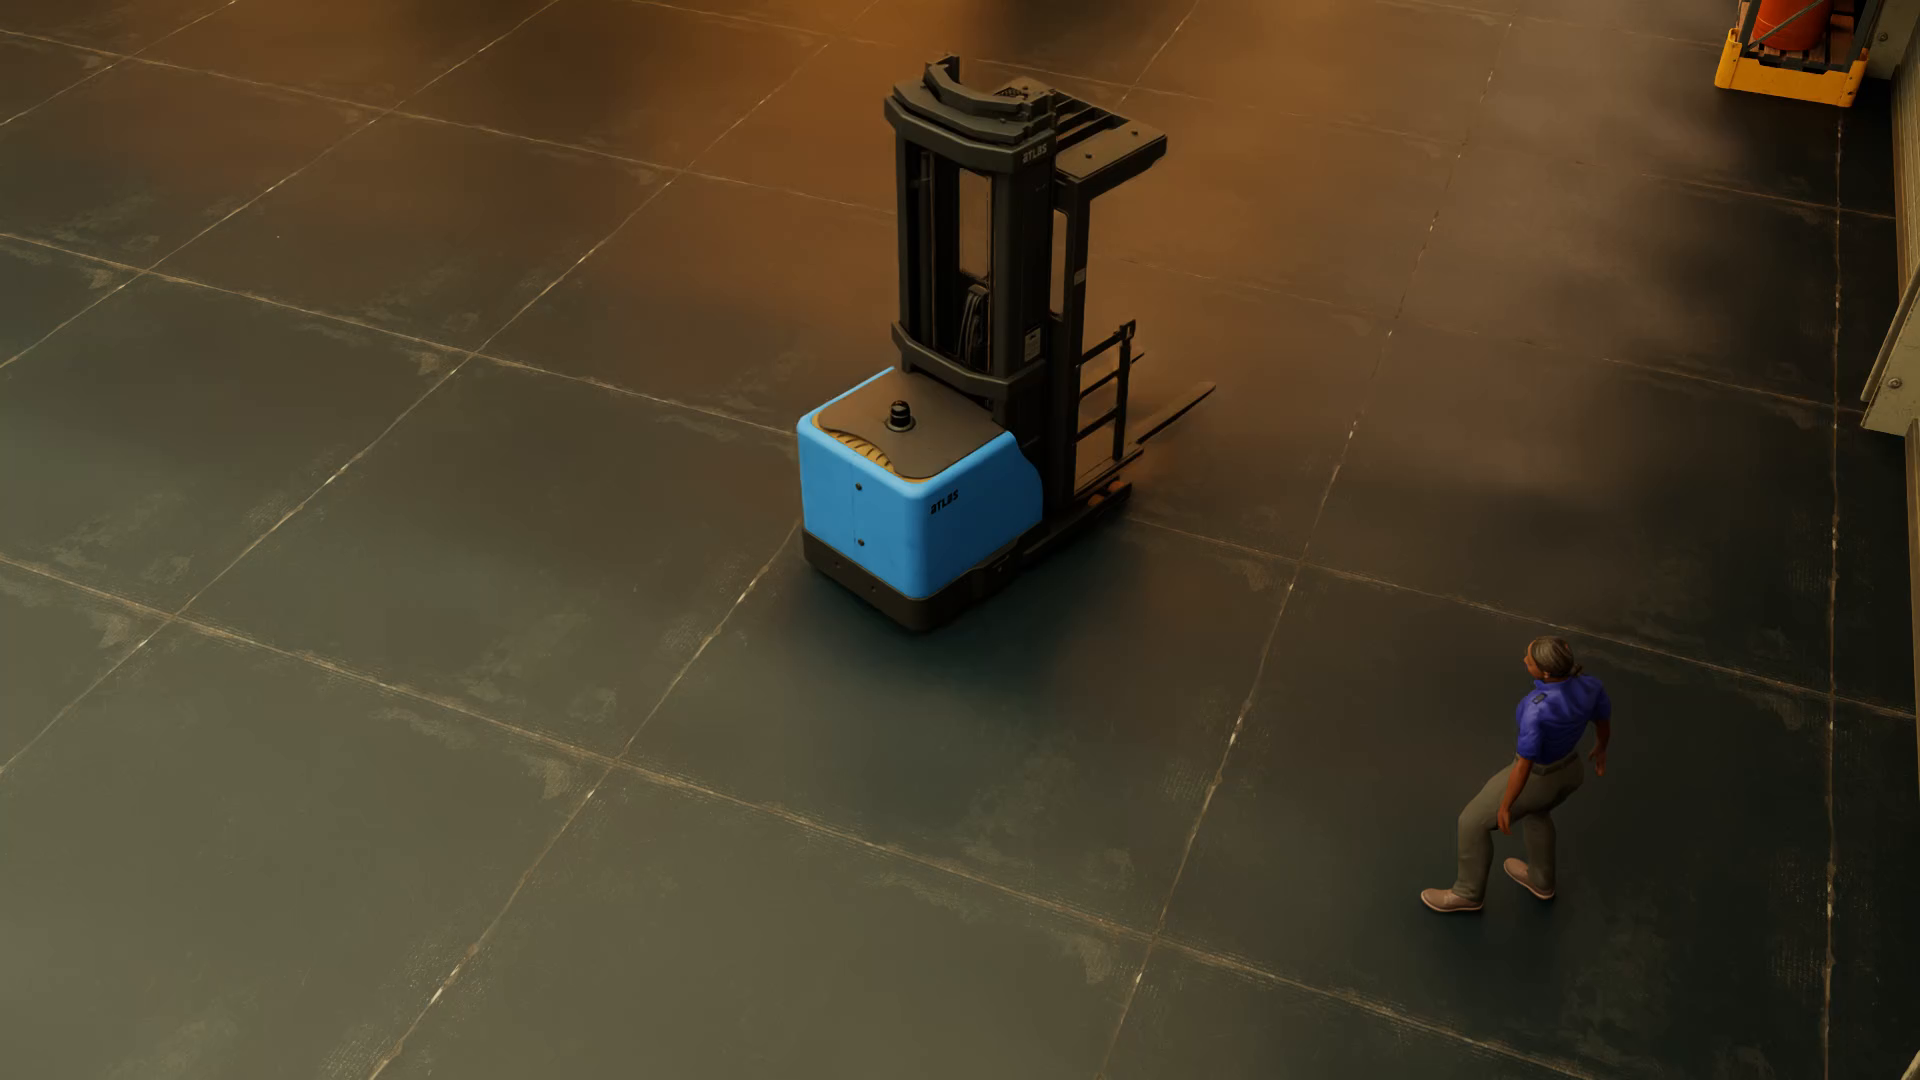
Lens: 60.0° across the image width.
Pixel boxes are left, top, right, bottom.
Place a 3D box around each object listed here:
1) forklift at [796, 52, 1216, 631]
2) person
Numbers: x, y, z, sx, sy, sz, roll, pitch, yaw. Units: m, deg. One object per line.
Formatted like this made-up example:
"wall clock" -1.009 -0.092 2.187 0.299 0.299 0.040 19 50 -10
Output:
"forklift" 0.437 -1.450 9.738 1.130 2.935 3.031 32 49 32
"person" 2.670 1.103 7.726 0.802 1.626 0.394 -22 45 -24
